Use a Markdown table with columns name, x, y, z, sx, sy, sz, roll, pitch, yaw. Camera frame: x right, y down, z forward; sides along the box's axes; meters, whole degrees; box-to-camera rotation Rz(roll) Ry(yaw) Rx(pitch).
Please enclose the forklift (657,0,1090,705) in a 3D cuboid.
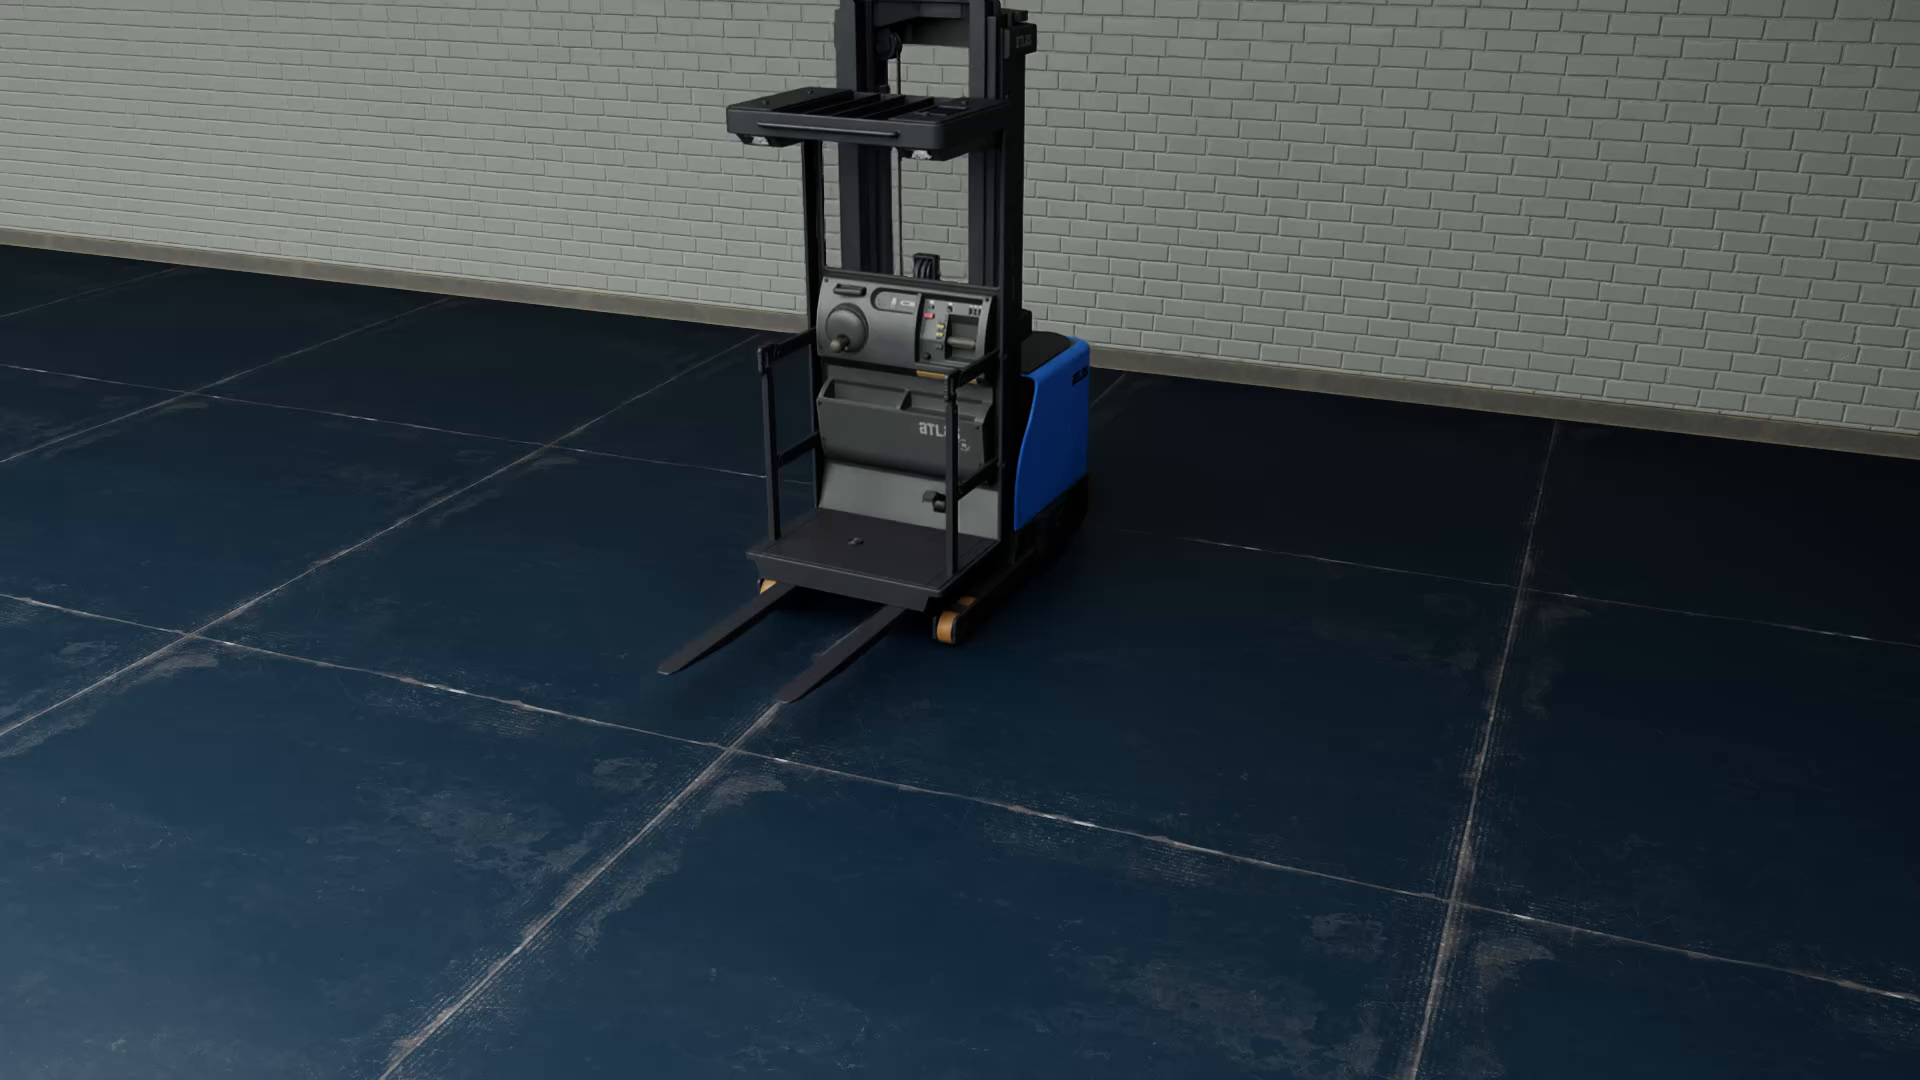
| name | x | y | z | sx | sy | sz | roll | pitch | yaw |
| --- | --- | --- | --- | --- | --- | --- | --- | --- | --- |
| forklift | -0.369 | -1.037 | 7.930 | 1.130 | 2.935 | 3.031 | 11 | 25 | 24 |
